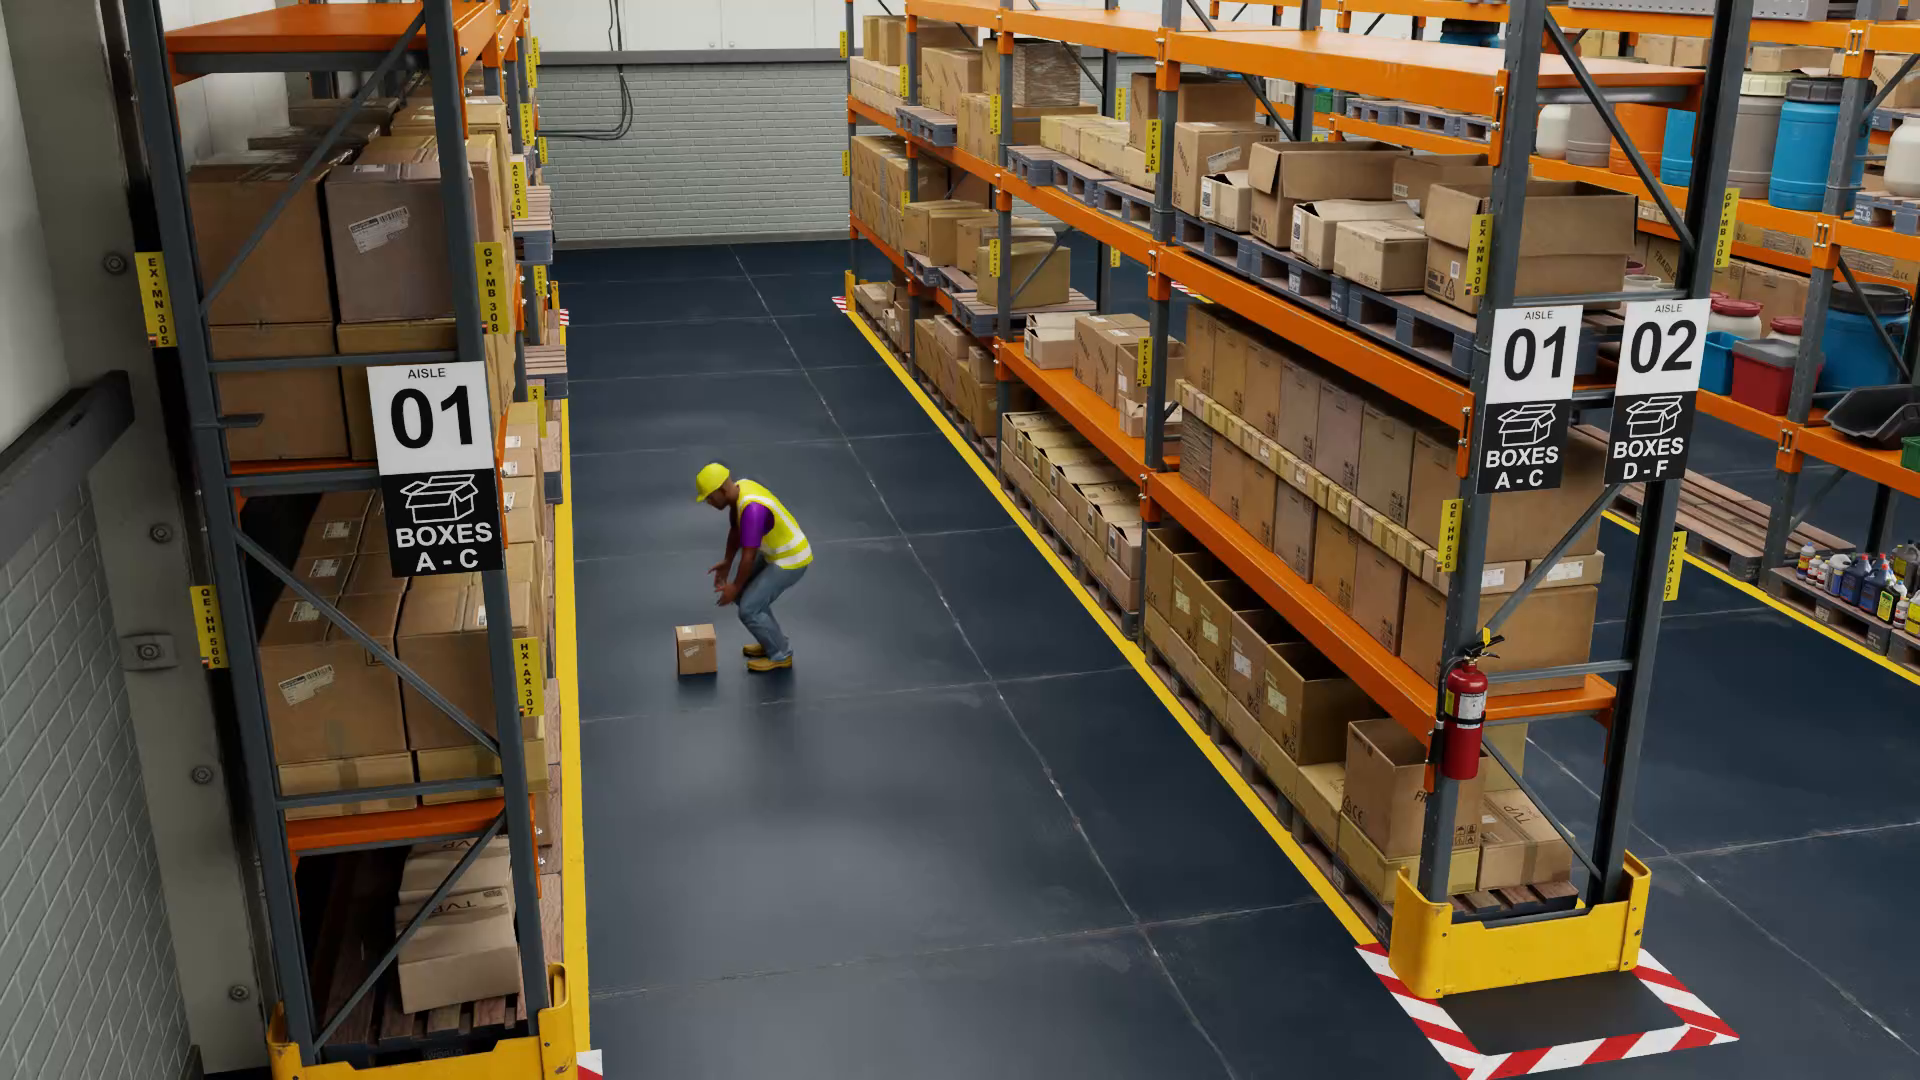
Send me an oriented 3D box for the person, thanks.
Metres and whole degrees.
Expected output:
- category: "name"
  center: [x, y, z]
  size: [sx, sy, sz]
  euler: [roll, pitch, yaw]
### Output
- category: "person"
  center: [-1.356, 0.162, 11.077]
  size: [0.747, 1.432, 0.631]
  euler: [-4, 20, -12]
